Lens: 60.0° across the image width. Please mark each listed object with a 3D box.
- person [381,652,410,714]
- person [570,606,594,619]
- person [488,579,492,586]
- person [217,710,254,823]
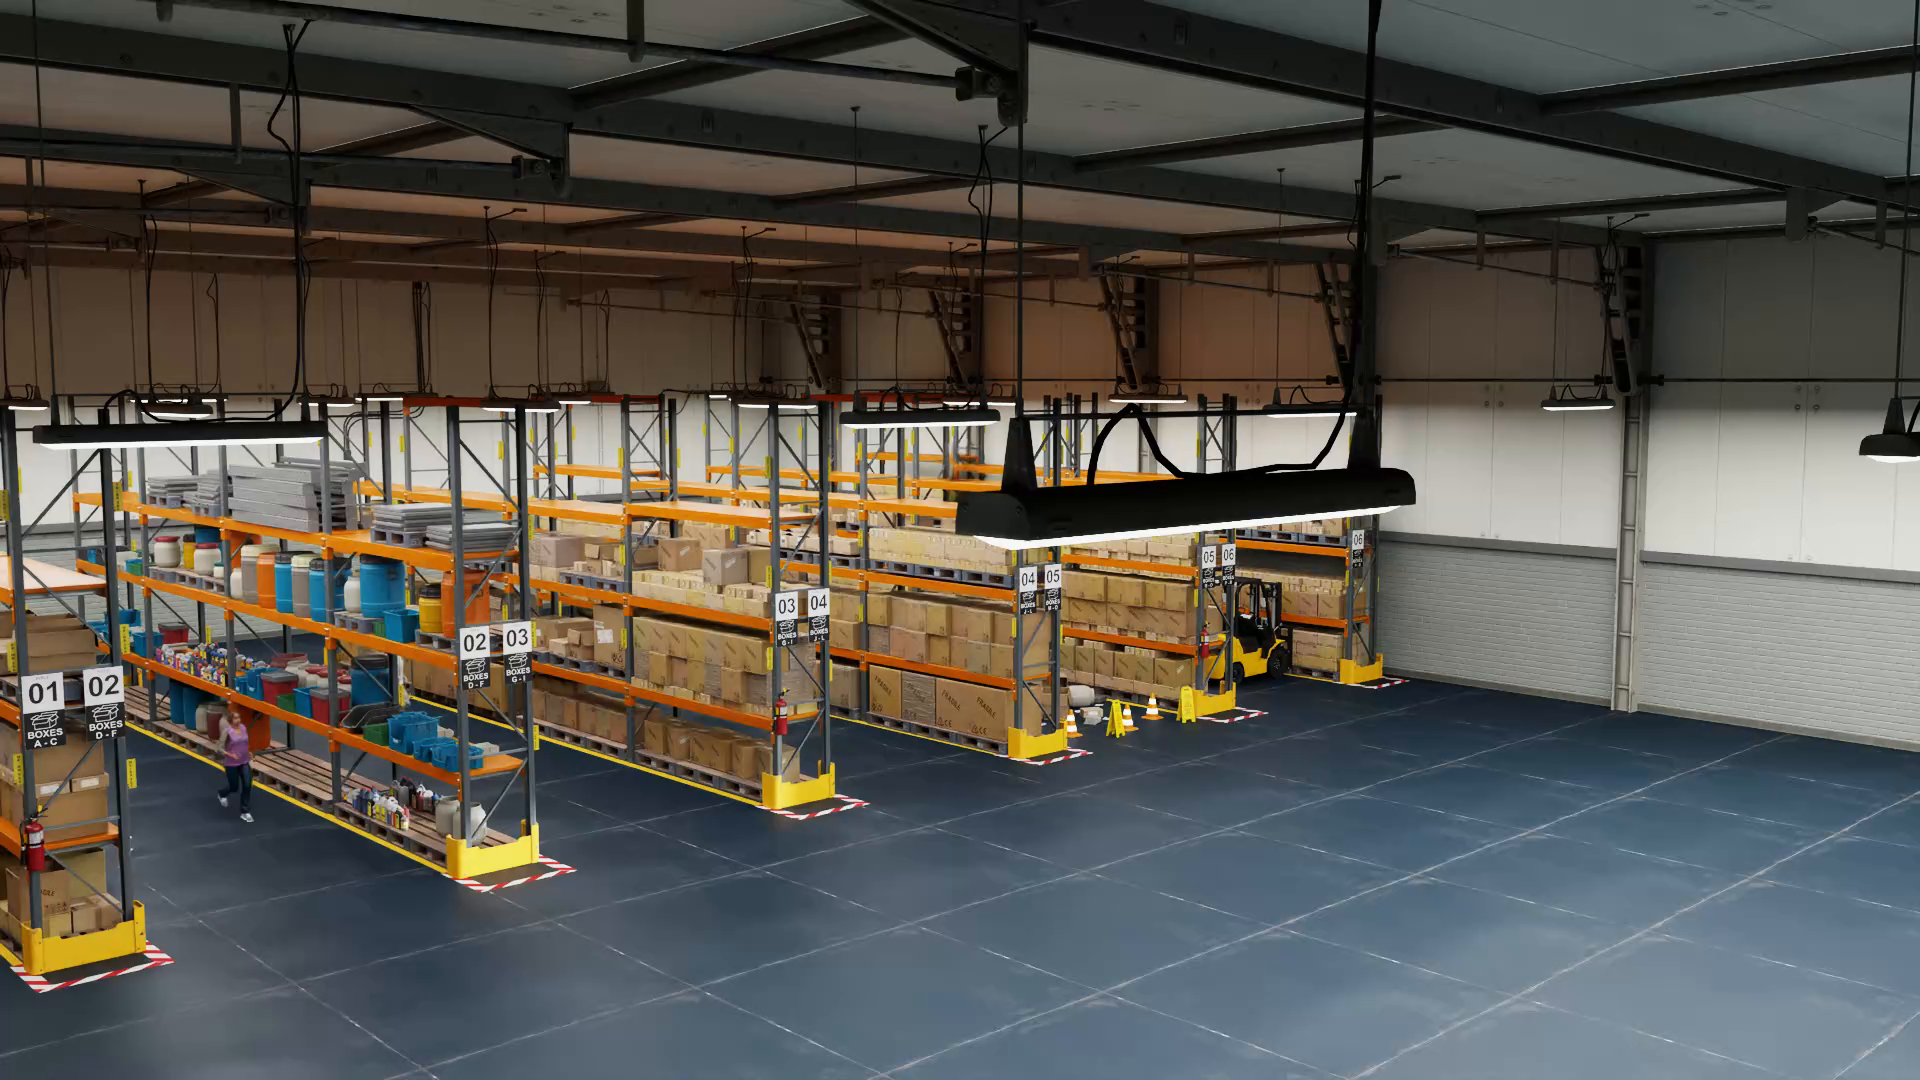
[{"bbox_3d":[-10.067,2.587,29.587,0.615,1.735,0.653,5,7,39],"label":"person"},{"bbox_3d":[-9.573,1.454,41.763,1.042,1.679,0.691,-5,8,-44],"label":"person"},{"bbox_3d":[-11.144,1.728,39.078,0.758,1.632,1.109,2,6,17],"label":"person"},{"bbox_3d":[-10.445,3.235,23.977,0.812,1.596,0.538,4,7,38],"label":"person"}]
